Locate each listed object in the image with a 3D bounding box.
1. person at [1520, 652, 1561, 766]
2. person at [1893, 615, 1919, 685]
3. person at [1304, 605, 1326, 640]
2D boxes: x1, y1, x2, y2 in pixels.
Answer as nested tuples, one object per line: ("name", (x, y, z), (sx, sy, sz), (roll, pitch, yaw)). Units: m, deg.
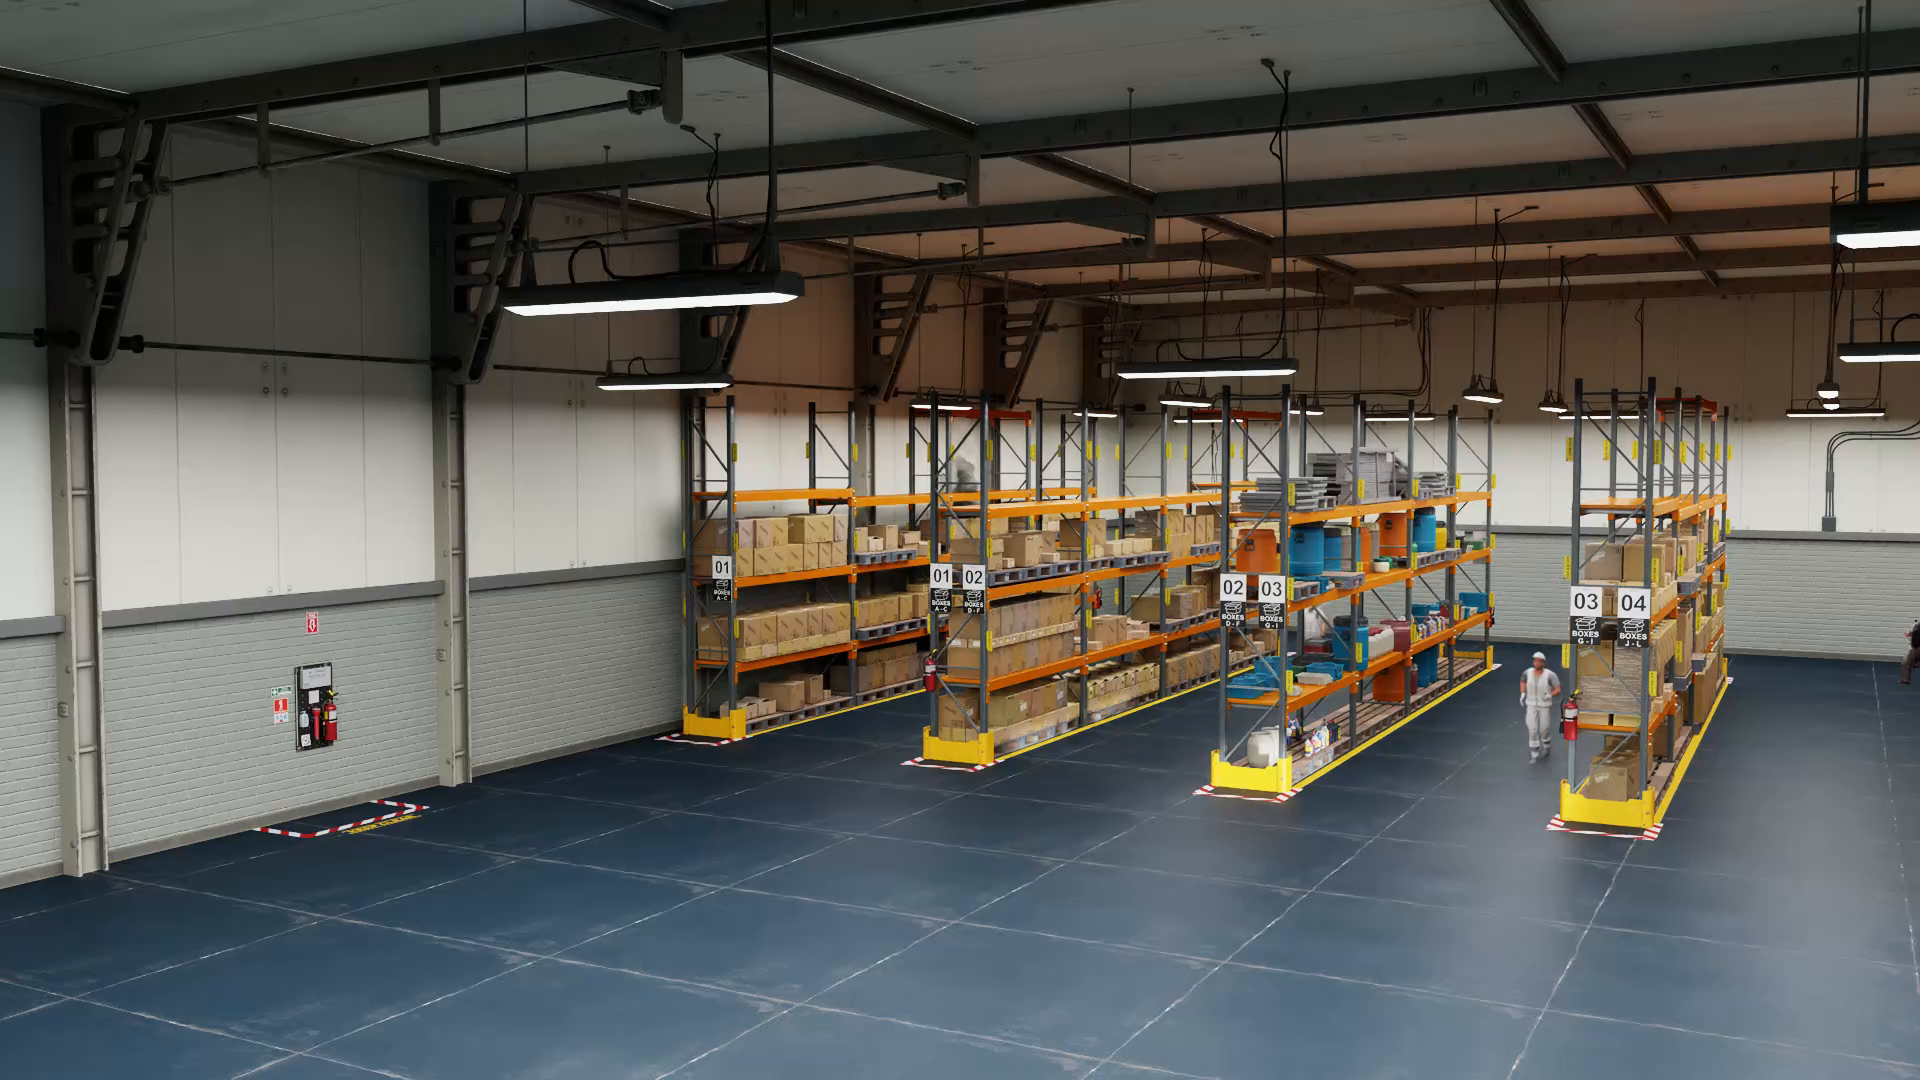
("person", (9.354, 2.698, 26.846), (0.663, 1.790, 0.863), (2, 3, 29))
("person", (20.445, 2.312, 35.525), (0.857, 1.644, 0.713), (2, 3, 27))
("person", (7.976, 2.161, 37.711), (0.648, 1.746, 0.771), (1, 3, 18))
